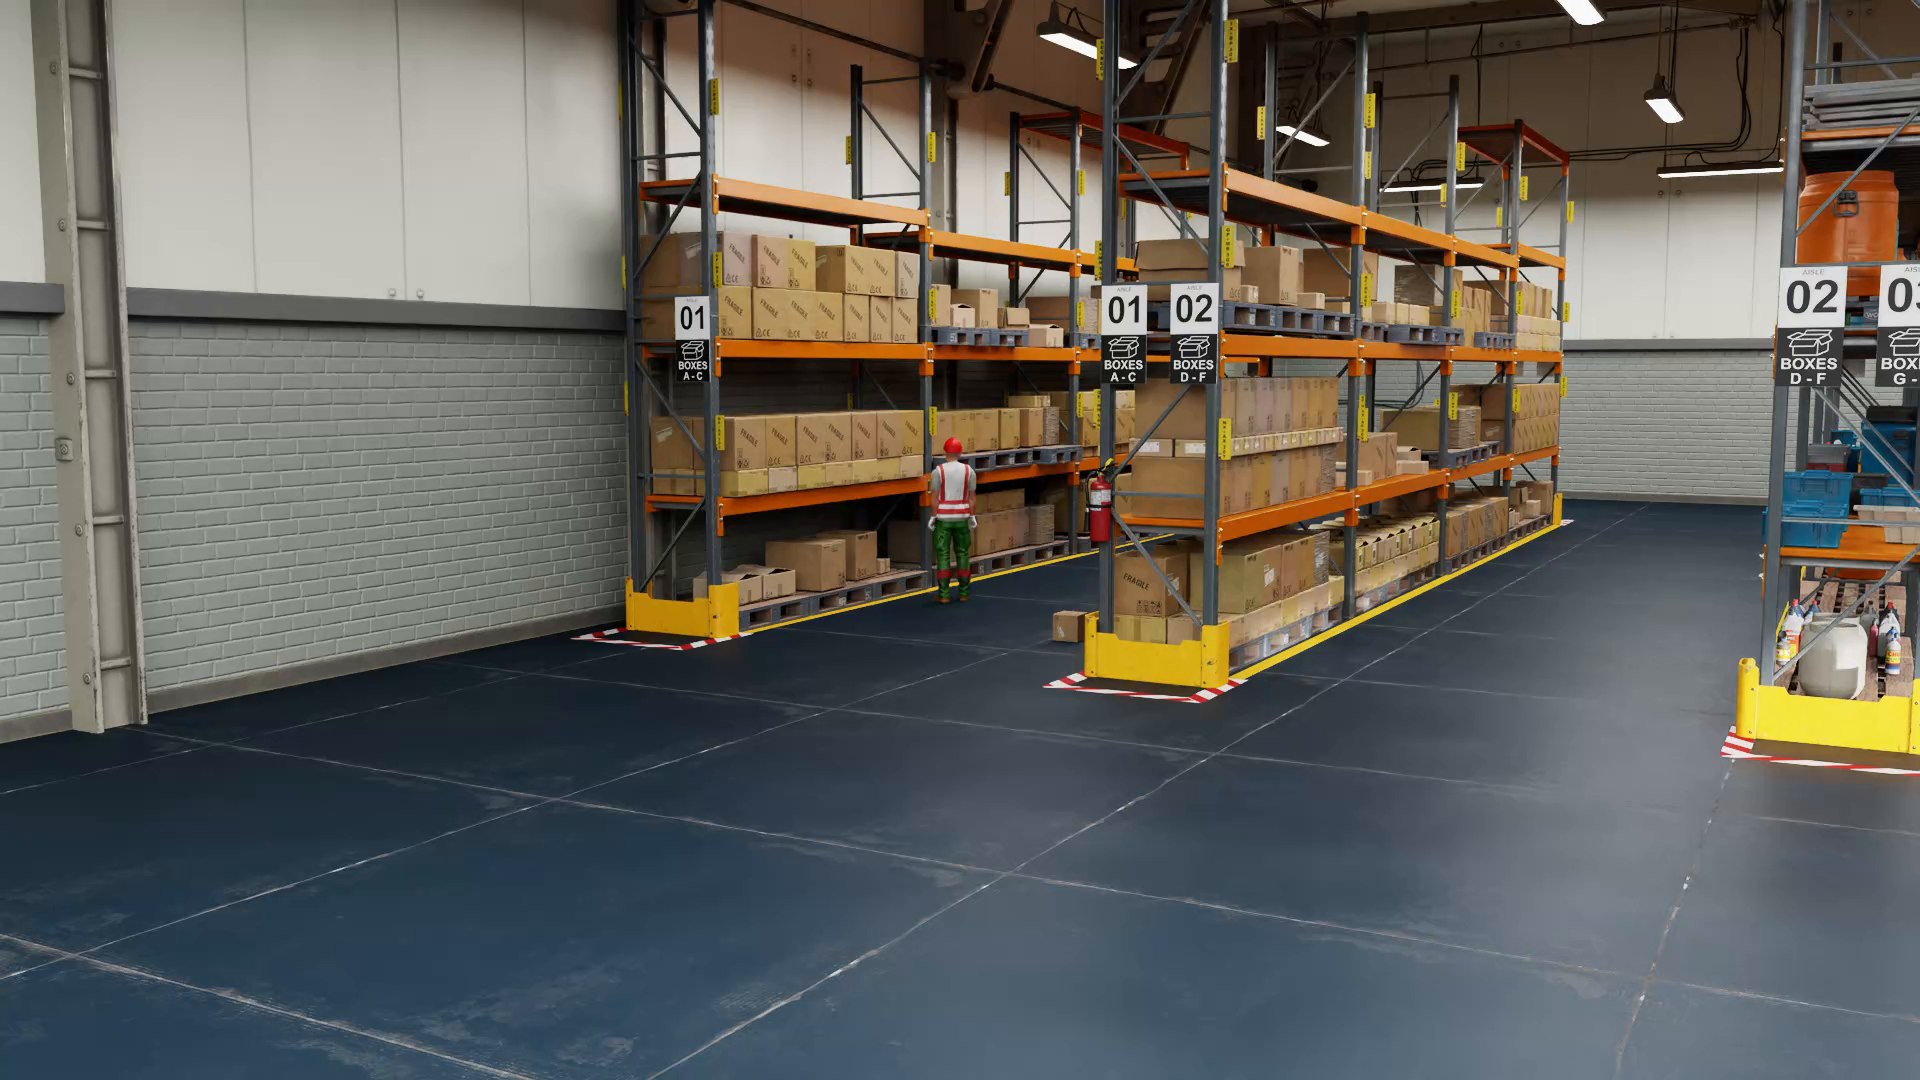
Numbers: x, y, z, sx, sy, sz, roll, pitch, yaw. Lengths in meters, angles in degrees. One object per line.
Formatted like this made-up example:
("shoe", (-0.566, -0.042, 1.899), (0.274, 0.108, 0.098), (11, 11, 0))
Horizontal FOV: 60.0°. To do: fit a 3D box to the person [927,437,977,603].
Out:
("person", (-0.092, -0.222, 18.094), (0.546, 1.796, 0.370), (-2, 6, -15))
